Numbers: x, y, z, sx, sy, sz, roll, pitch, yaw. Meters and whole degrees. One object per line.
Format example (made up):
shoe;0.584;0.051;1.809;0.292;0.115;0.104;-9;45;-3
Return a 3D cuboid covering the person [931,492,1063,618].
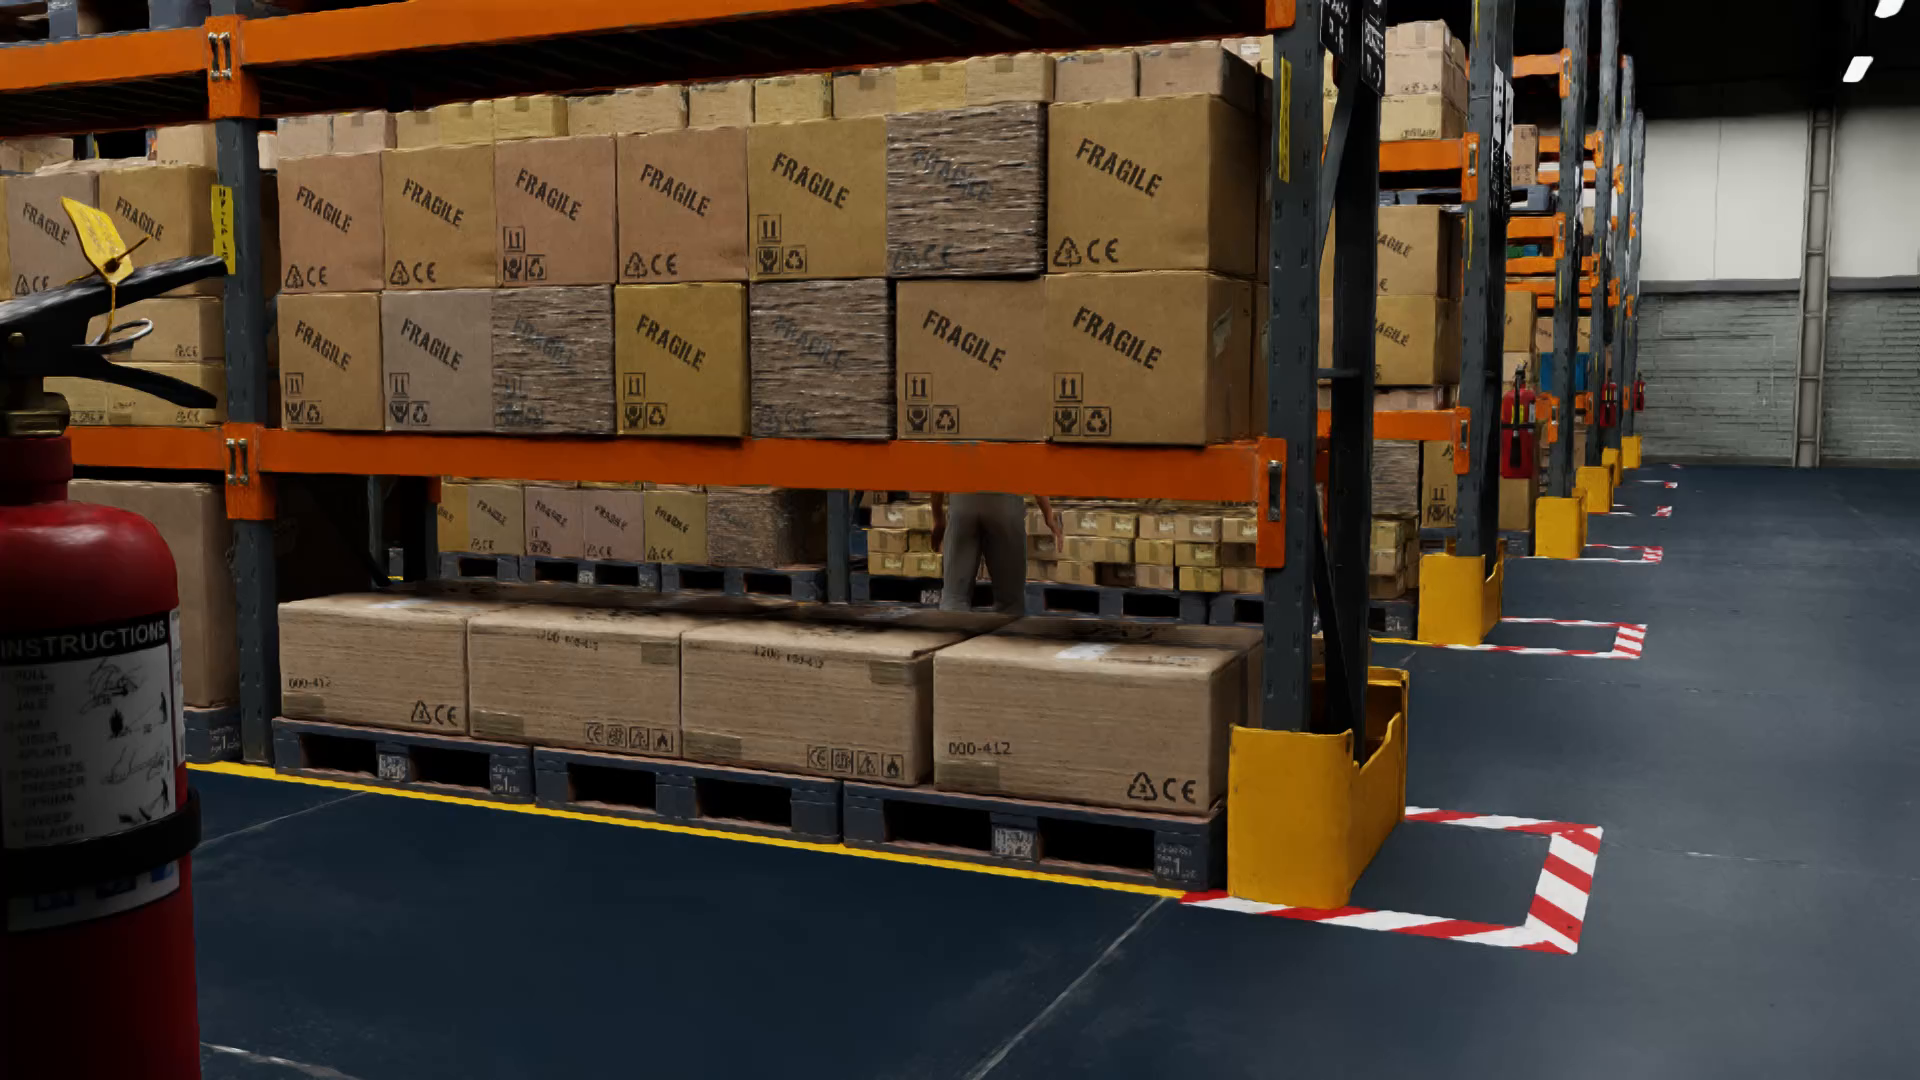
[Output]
person;0.135;-0.072;7.415;0.668;1.664;0.642;1;6;14
